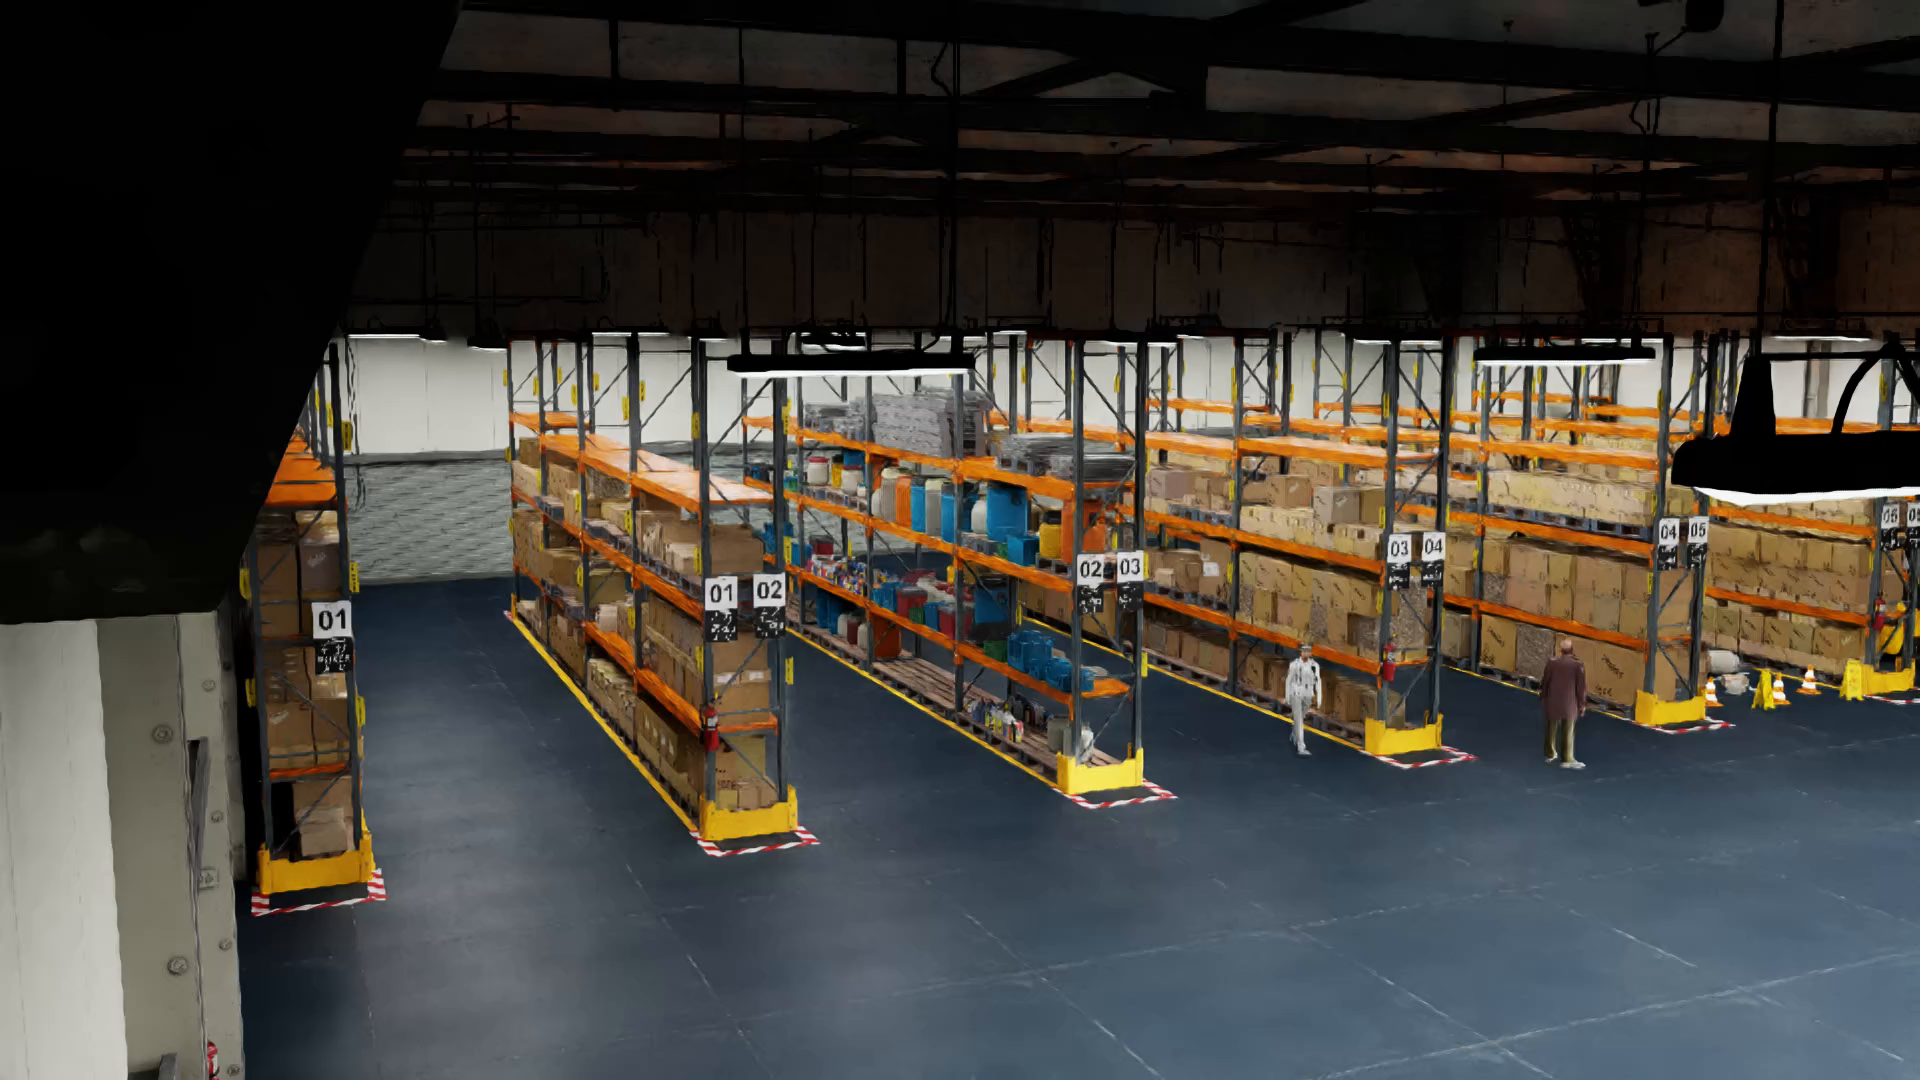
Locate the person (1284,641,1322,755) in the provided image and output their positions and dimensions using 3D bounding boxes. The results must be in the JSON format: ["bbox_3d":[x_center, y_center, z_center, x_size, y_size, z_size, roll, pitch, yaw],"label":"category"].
[{"bbox_3d":[4.982,2.252,24.077,0.481,1.609,0.989,-2,8,-14],"label":"person"}]

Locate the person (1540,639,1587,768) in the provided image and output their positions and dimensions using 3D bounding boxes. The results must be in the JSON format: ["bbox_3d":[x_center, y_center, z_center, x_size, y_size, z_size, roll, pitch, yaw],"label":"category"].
[{"bbox_3d":[8.473,2.265,23.325,0.656,1.790,0.520,6,10,38],"label":"person"}]
